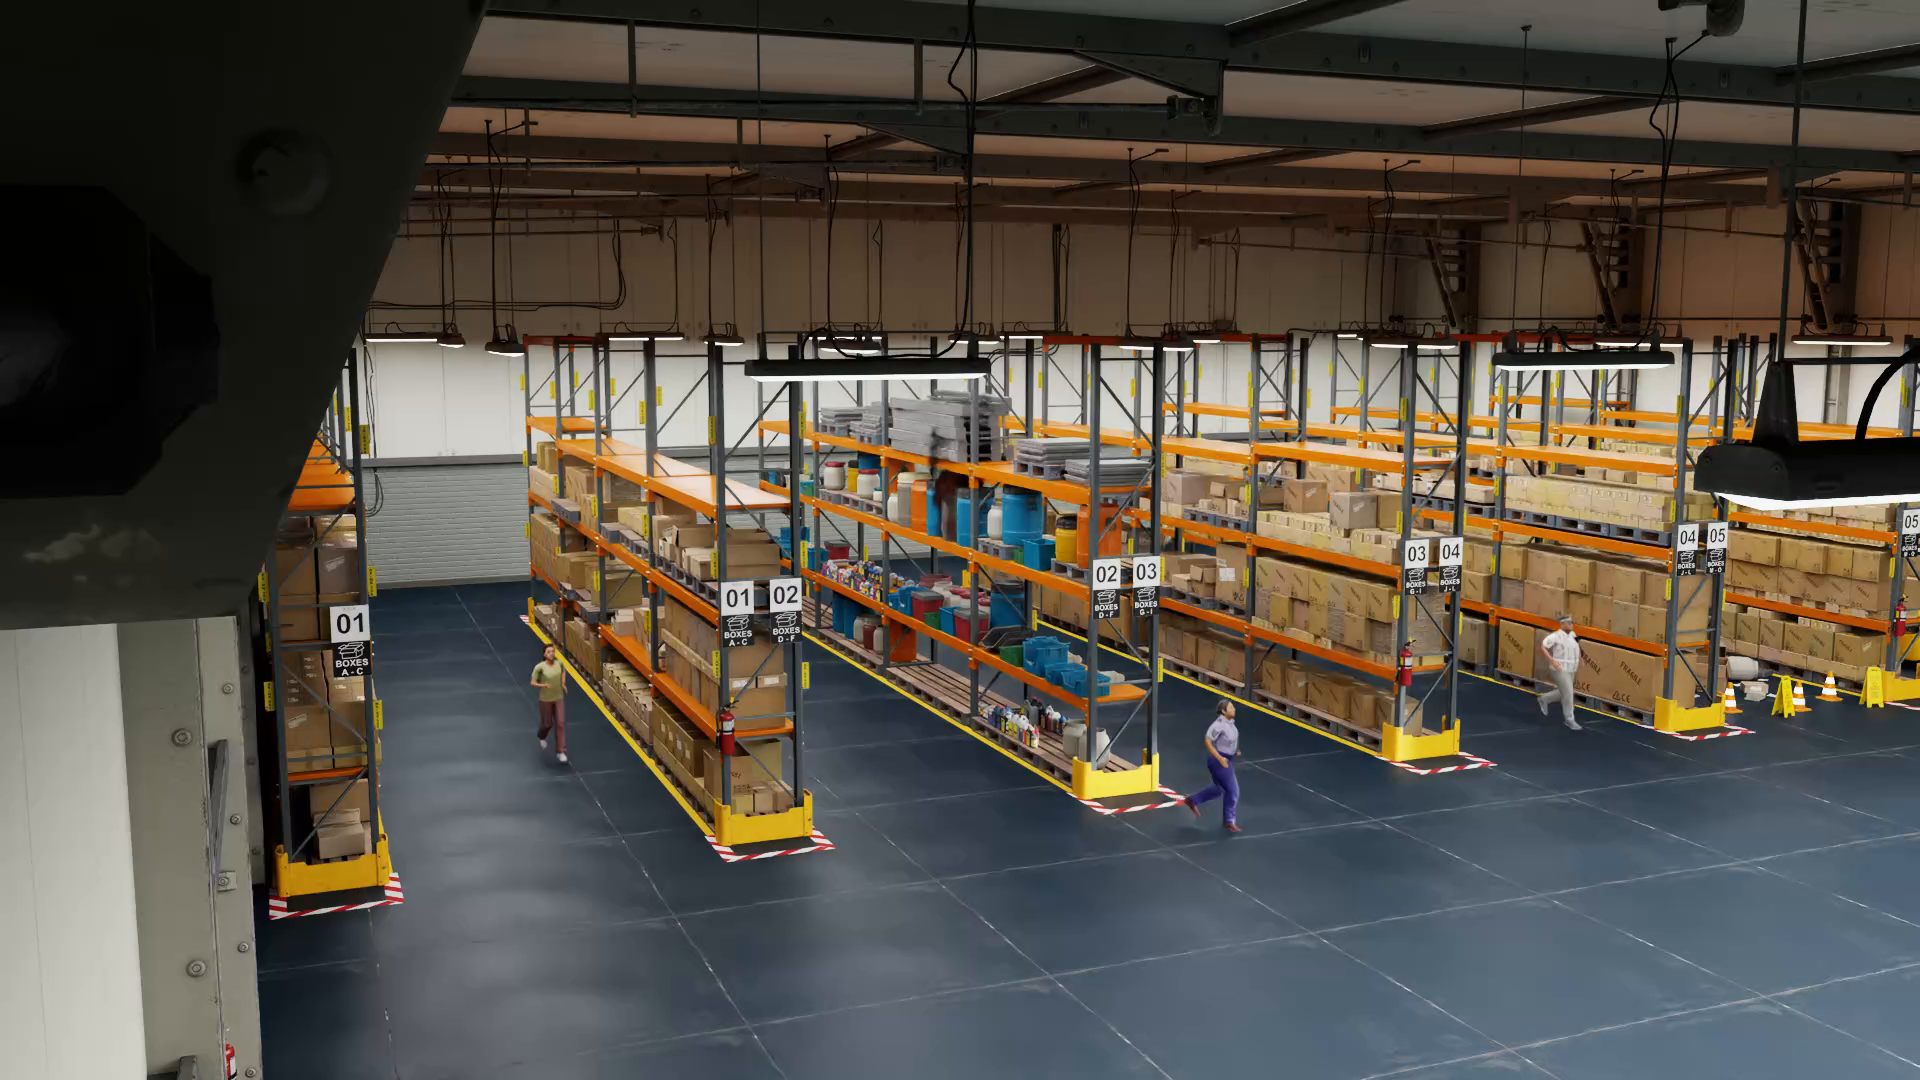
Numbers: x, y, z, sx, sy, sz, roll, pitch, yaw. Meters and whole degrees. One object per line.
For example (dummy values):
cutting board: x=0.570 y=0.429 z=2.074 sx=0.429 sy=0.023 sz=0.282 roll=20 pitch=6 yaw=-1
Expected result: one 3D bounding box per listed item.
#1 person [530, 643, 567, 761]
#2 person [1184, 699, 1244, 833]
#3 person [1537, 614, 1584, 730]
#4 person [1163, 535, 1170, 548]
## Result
person: x=-5.872 y=2.298 z=23.912 sx=0.580 sy=1.639 sz=0.990 roll=-5 pitch=9 yaw=-31
person: x=3.182 y=2.790 z=20.724 sx=0.784 sy=1.673 sz=0.609 roll=3 pitch=8 yaw=18
person: x=9.399 y=2.019 z=25.980 sx=0.675 sy=1.790 sz=0.895 roll=-6 pitch=9 yaw=-36
person: x=4.976 y=0.002 z=41.370 sx=0.553 sy=1.641 sz=0.658 roll=-4 pitch=9 yaw=-27
